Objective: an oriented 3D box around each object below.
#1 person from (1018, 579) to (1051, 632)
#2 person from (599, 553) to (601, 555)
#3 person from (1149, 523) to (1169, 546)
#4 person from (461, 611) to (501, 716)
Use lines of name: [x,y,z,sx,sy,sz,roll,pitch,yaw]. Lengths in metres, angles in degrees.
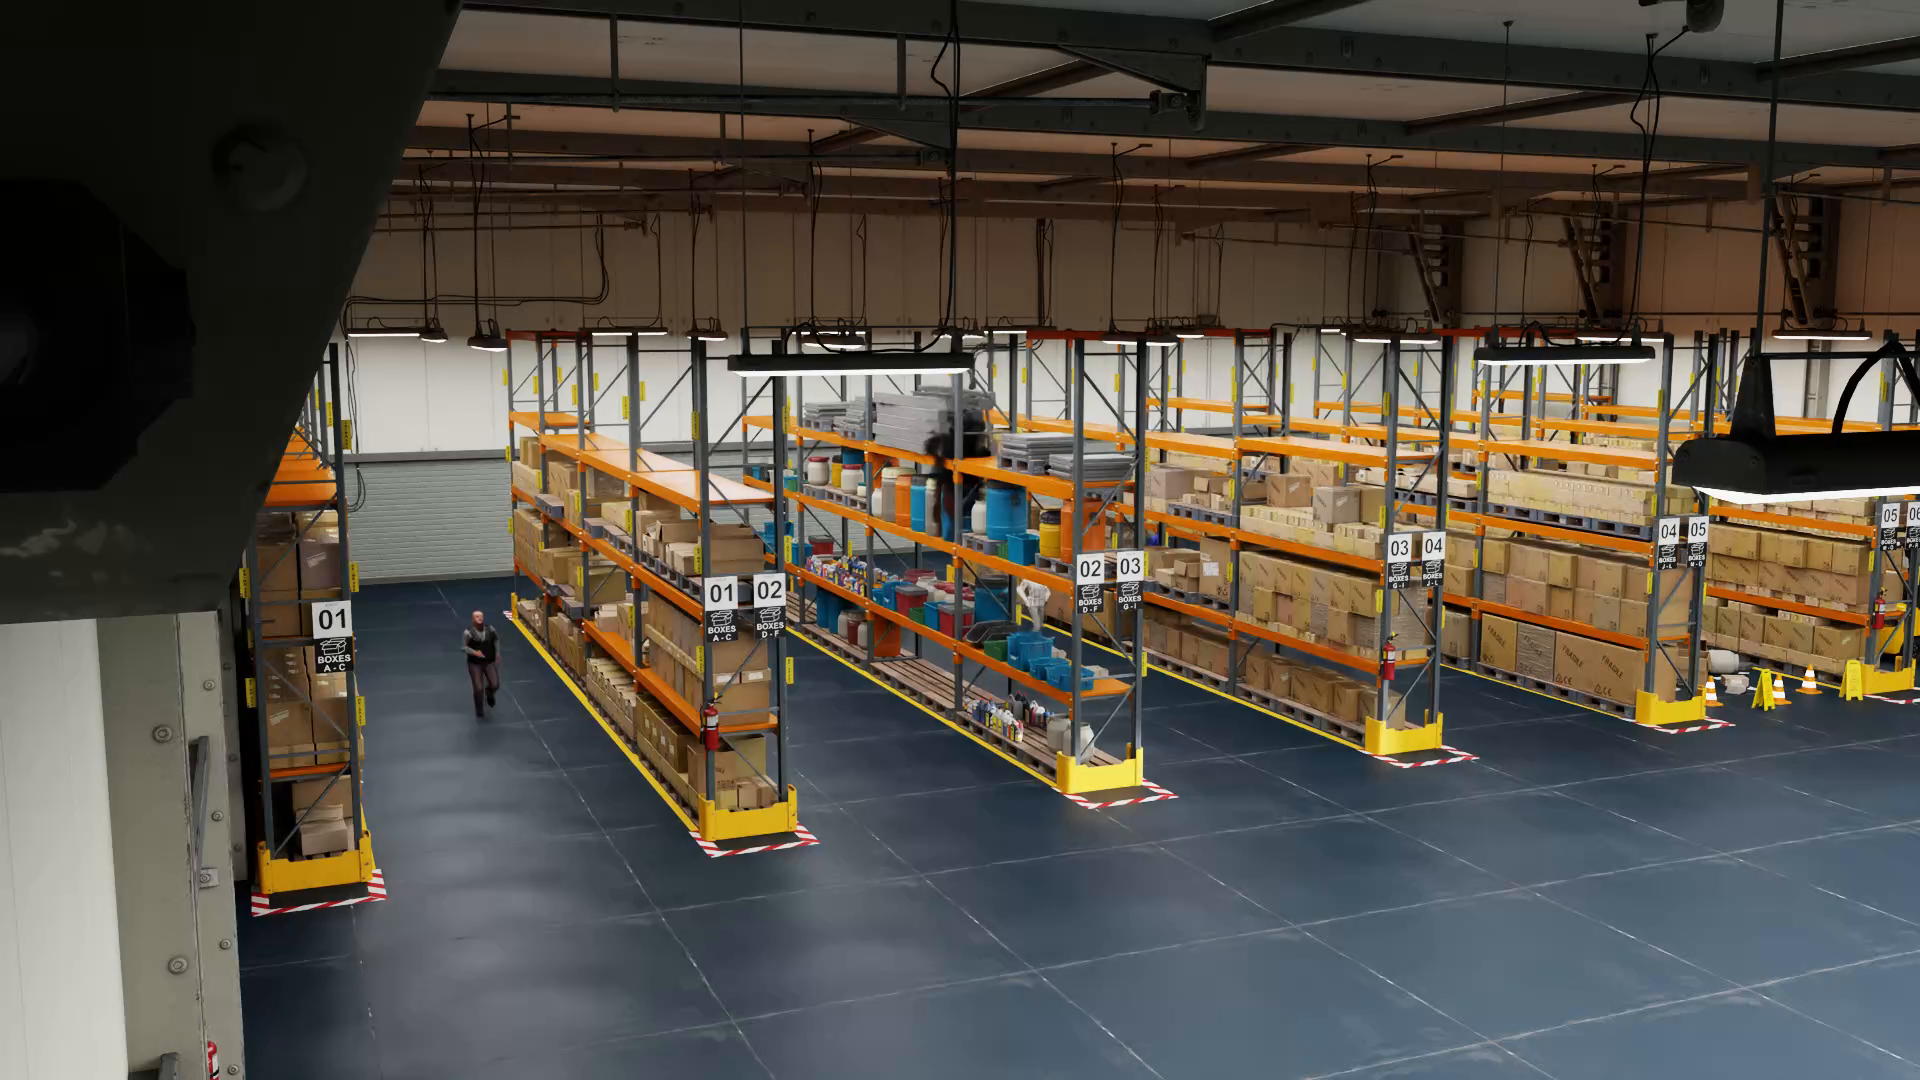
person: [1.420,1.248,31.300,0.620,1.700,0.764,-3,8,-23]
person: [-7.959,0.597,35.930,0.575,1.731,0.737,2,8,12]
person: [4.482,0.441,37.290,0.580,1.654,0.904,-4,9,-25]
person: [-7.504,1.954,26.203,0.669,1.687,0.591,-5,9,-32]
